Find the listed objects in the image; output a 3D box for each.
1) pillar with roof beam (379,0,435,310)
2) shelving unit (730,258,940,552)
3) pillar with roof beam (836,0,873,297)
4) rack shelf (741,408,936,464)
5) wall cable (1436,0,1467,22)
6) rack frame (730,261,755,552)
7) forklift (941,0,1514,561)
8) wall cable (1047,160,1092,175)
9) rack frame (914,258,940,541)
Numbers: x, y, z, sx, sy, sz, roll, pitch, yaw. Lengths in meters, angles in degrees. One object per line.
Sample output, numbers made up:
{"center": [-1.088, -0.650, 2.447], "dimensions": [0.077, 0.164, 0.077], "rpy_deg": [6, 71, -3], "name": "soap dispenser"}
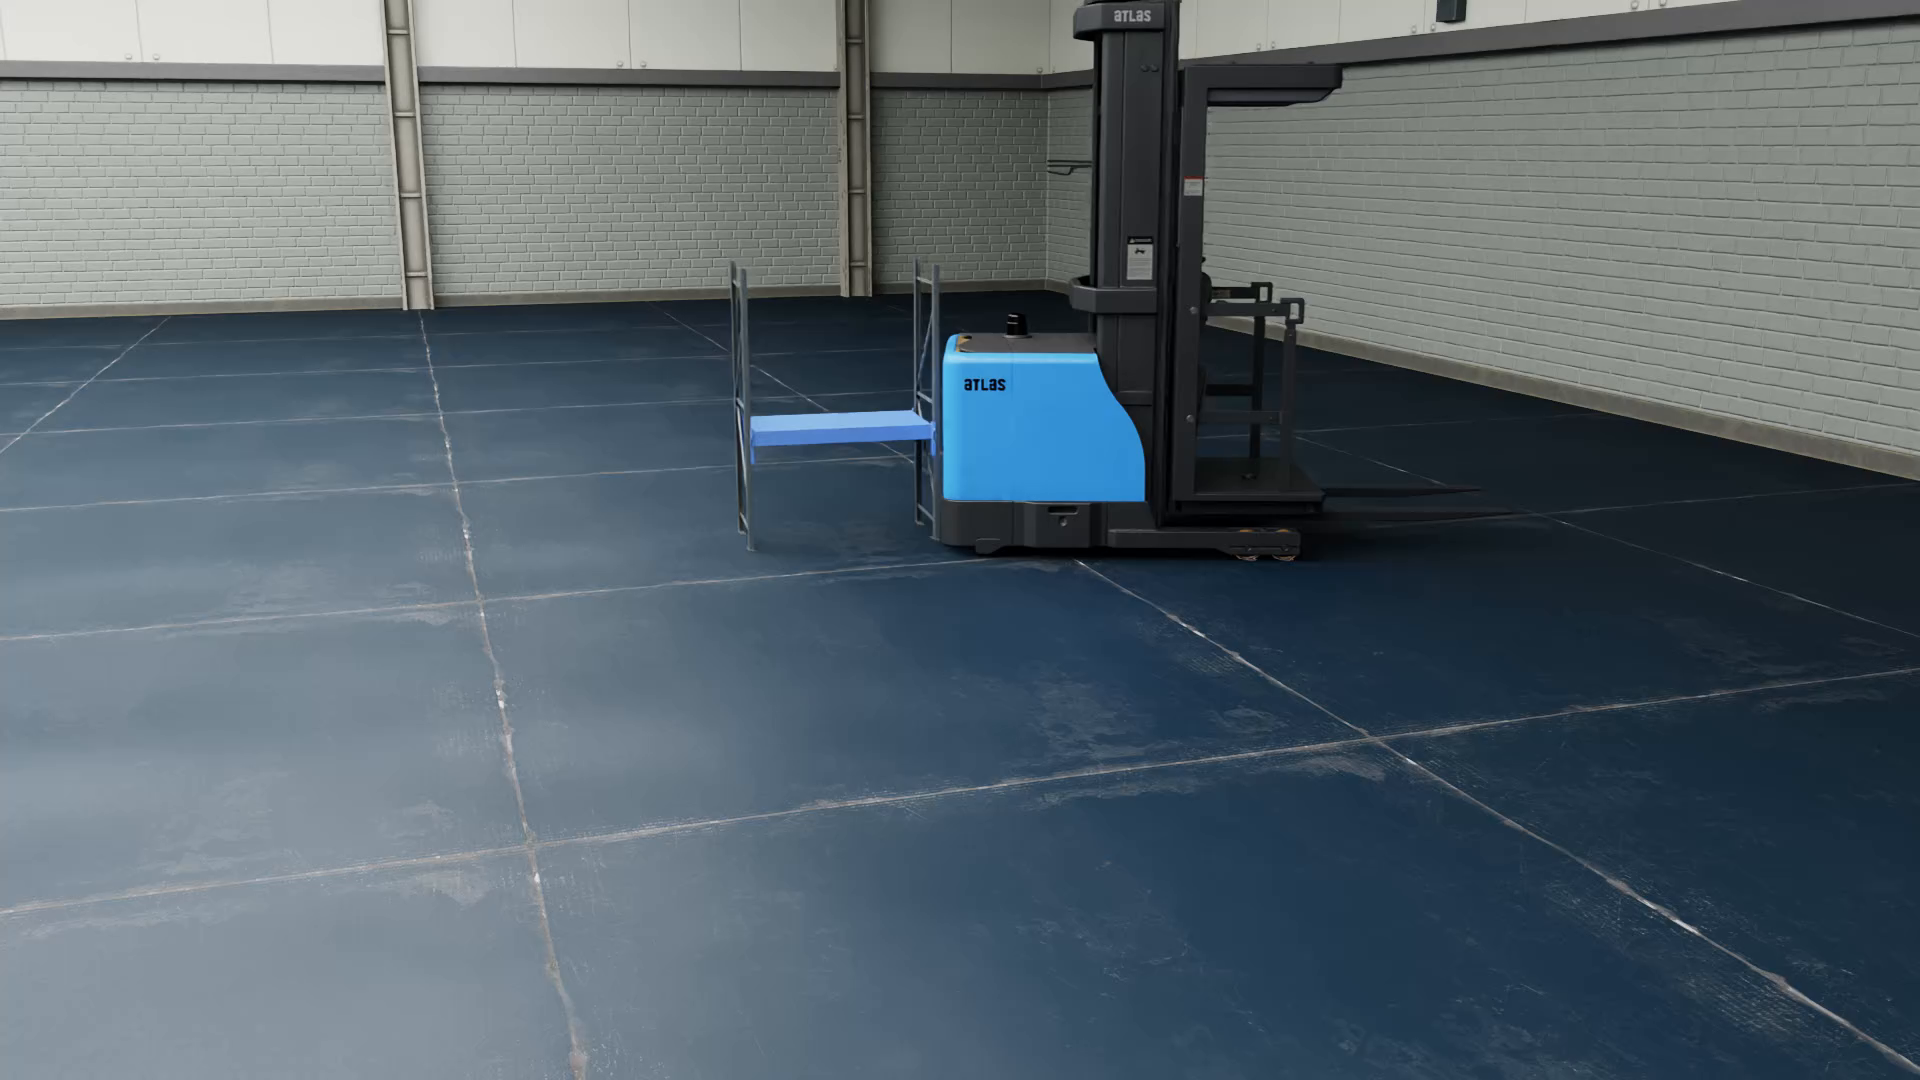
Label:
{"center": [-5.803, -6.503, 17.037], "dimensions": [0.400, 9.000, 9.100], "rpy_deg": [-4, 14, -18], "name": "pillar with roof beam"}
{"center": [-0.677, -0.750, 9.055], "dimensions": [1.048, 1.500, 0.538], "rpy_deg": [-3, 14, -14], "name": "shelving unit"}
{"center": [-0.116, -6.946, 18.898], "dimensions": [0.400, 9.000, 9.100], "rpy_deg": [-4, 14, -18], "name": "pillar with roof beam"}
{"center": [-0.677, -0.575, 9.097], "dimensions": [1.000, 0.185, 0.538], "rpy_deg": [-3, 14, -14], "name": "rack shelf"}
{"center": [4.737, -7.389, 13.411], "dimensions": [0.169, 6.003, 2.305], "rpy_deg": [-4, 14, -18], "name": "wall cable"}
{"center": [-1.171, -0.722, 8.937], "dimensions": [0.032, 1.500, 0.500], "rpy_deg": [-3, 14, -14], "name": "rack frame"}
{"center": [1.422, -1.439, 8.859], "dimensions": [3.031, 2.935, 1.130], "rpy_deg": [0, 13, 1], "name": "forklift"}
{"center": [1.725, -6.307, 22.922], "dimensions": [0.112, 2.526, 3.097], "rpy_deg": [-4, 14, -18], "name": "wall cable"}
{"center": [-0.184, -0.778, 9.174], "dimensions": [0.032, 1.500, 0.500], "rpy_deg": [-3, 14, -14], "name": "rack frame"}
